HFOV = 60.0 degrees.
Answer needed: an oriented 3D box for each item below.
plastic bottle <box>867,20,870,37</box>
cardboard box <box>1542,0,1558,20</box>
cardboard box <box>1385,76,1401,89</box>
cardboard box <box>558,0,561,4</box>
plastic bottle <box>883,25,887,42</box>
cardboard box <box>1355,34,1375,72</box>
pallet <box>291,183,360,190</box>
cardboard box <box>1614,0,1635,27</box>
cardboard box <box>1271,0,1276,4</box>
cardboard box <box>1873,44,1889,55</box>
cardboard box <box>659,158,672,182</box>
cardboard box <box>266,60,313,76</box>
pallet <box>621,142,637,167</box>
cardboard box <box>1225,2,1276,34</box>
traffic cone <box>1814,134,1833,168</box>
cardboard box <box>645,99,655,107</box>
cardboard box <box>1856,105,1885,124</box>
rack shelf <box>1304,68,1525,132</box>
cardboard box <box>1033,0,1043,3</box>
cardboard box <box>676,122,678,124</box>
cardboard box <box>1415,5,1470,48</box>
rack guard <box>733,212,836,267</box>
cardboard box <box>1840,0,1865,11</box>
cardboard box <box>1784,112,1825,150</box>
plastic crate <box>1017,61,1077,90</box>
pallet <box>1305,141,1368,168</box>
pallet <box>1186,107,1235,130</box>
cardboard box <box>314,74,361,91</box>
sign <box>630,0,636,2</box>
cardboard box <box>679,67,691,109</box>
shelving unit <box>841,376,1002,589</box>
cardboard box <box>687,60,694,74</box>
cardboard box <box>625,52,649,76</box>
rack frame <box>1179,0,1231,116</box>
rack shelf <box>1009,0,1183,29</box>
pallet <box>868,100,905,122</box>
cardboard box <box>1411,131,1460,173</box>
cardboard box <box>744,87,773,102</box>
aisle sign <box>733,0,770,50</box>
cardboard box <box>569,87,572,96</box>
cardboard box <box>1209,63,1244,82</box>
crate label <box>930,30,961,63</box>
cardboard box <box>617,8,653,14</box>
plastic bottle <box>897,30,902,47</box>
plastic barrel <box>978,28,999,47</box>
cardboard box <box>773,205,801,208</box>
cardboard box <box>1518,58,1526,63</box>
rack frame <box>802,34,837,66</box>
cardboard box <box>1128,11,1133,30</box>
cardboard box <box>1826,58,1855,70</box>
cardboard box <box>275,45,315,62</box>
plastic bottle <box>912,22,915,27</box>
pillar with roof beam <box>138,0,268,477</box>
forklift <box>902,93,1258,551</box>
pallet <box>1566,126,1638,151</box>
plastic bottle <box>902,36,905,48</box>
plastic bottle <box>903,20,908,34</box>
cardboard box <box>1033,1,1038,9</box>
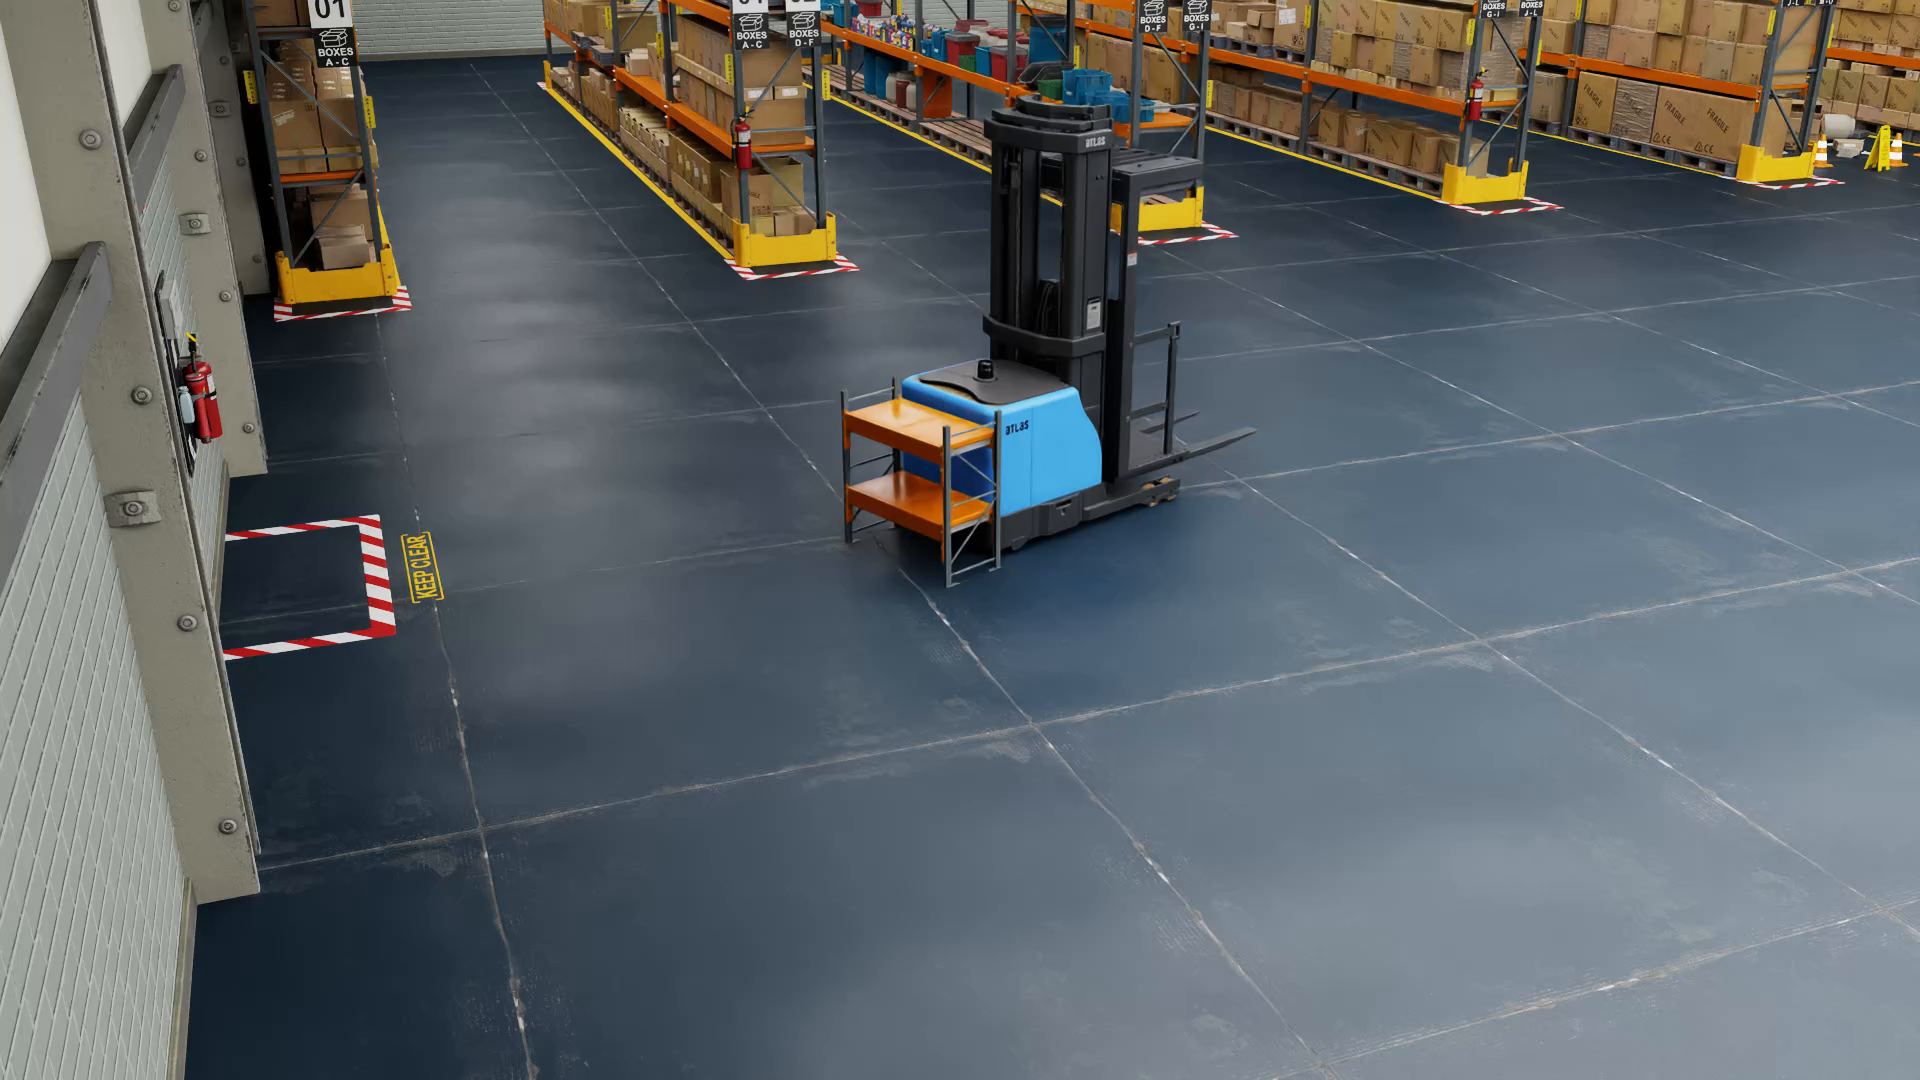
[{"bbox_3d":[-1.616,-9.151,29.751,0.061,0.283,0.133,-8,24,-19],"label":"plastic bottle"},{"bbox_3d":[10.111,-9.009,27.847,0.700,0.500,0.500,-9,24,-20],"label":"cardboard box"},{"bbox_3d":[6.291,-6.529,23.702,0.380,0.149,0.250,-8,24,-19],"label":"cardboard box"},{"bbox_3d":[-7.078,-10.065,30.353,0.500,0.500,0.500,-8,24,-19],"label":"cardboard box"},{"bbox_3d":[-1.305,-8.832,28.993,0.061,0.283,0.133,-8,24,-19],"label":"plastic bottle"},{"bbox_3d":[6.315,-7.149,24.338,0.875,0.500,0.500,-8,24,-19],"label":"cardboard box"},{"bbox_3d":[-8.814,-4.895,23.093,1.003,0.211,1.213,-8,24,-19],"label":"pallet"},{"bbox_3d":[10.877,-8.380,26.188,0.875,0.550,0.550,-8,24,-19],"label":"cardboard box"},{"bbox_3d":[6.866,-11.474,35.435,0.380,0.149,0.250,-9,24,-20],"label":"cardboard box"},{"bbox_3d":[15.325,-8.112,27.457,0.380,0.149,0.250,-8,24,-19],"label":"cardboard box"},{"bbox_3d":[-3.887,-5.172,23.158,0.500,0.250,0.500,-9,24,-20],"label":"cardboard box"},{"bbox_3d":[-8.132,-5.540,20.233,0.500,0.500,0.500,-9,24,-20],"label":"cardboard box"},{"bbox_3d":[-4.628,-5.999,25.710,1.003,0.211,1.213,-8,24,-19],"label":"pallet"},{"bbox_3d":[4.905,-8.806,28.111,0.700,0.500,0.500,-5,23,-11],"label":"cardboard box"},{"bbox_3d":[13.029,-5.902,25.156,0.336,0.463,0.334,-8,24,-19],"label":"traffic cone"},{"bbox_3d":[-4.776,-6.843,26.777,0.500,0.500,0.500,-7,24,-17],"label":"cardboard box"},{"bbox_3d":[15.415,-7.142,27.833,0.500,0.250,0.500,-9,24,-20],"label":"cardboard box"},{"bbox_3d":[6.506,-6.434,24.080,1.077,0.370,4.000,-8,24,-19],"label":"rack shelf"},{"bbox_3d":[1.841,-11.338,34.599,0.500,0.250,0.500,-9,25,-21],"label":"cardboard box"},{"bbox_3d":[-4.102,-6.245,24.981,0.500,0.311,0.500,-9,24,-19],"label":"cardboard box"},{"bbox_3d":[6.605,-7.030,22.768,0.500,0.500,0.500,-8,24,-19],"label":"cardboard box"},{"bbox_3d":[-2.048,-3.521,19.459,1.175,0.500,0.348,-8,24,-19],"label":"rack guard"},{"bbox_3d":[15.183,-9.118,27.722,0.700,0.500,0.500,-8,24,-19],"label":"cardboard box"},{"bbox_3d":[13.495,-6.539,26.617,0.637,0.503,0.797,12,26,27],"label":"cardboard box"},{"bbox_3d":[1.232,-6.577,23.571,0.767,0.338,0.504,-8,24,-19],"label":"plastic crate"},{"bbox_3d":[6.070,-5.968,25.639,1.003,0.211,1.213,-8,24,-19],"label":"pallet"},{"bbox_3d":[4.661,-7.377,28.980,1.003,0.211,1.213,-8,24,-19],"label":"pallet"},{"bbox_3d":[-7.112,-5.056,19.086,0.500,0.500,0.500,-8,24,-17],"label":"cardboard box"},{"bbox_3d":[-5.778,-9.652,29.298,0.100,0.325,0.005,-8,24,-19],"label":"sign"},{"bbox_3d":[-3.307,-6.020,22.043,0.700,0.500,0.500,-9,24,-20],"label":"cardboard box"},{"bbox_3d":[-0.267,-0.411,11.276,0.538,1.125,1.048,-20,30,-39],"label":"shelving unit"},{"bbox_3d":[-3.280,-6.076,21.339,0.380,0.149,0.250,-9,24,-19],"label":"cardboard box"},{"bbox_3d":[-4.748,-7.195,25.074,0.500,0.311,0.500,-9,24,-20],"label":"cardboard box"},{"bbox_3d":[4.386,-8.946,29.113,1.000,3.000,0.127,-8,24,-19],"label":"rack frame"},{"bbox_3d":[1.872,-7.137,21.885,1.077,0.370,4.000,-8,24,-19],"label":"rack shelf"},{"bbox_3d":[-0.992,-7.705,29.758,1.003,0.211,1.213,-8,24,-19],"label":"pallet"},{"bbox_3d":[6.764,-5.522,23.668,0.500,0.500,0.500,-2,23,-5],"label":"cardboard box"},{"bbox_3d":[-2.370,-5.139,19.116,0.380,0.149,0.250,-9,24,-20],"label":"cardboard box"},{"bbox_3d":[-2.308,-5.815,18.337,0.394,0.787,0.004,-8,24,-19],"label":"aisle sign"},{"bbox_3d":[-6.951,-8.227,30.510,0.380,0.149,0.250,-8,24,-19],"label":"cardboard box"},{"bbox_3d":[4.651,-8.103,28.799,0.500,0.250,0.500,-7,24,-17],"label":"cardboard box"},{"bbox_3d":[-0.149,-7.884,26.549,0.502,0.435,0.616,-8,24,-19],"label":"crate label"},{"bbox_3d":[-5.355,-8.399,27.147,0.700,0.500,0.500,-4,23,-9],"label":"cardboard box"},{"bbox_3d":[-1.032,-8.565,28.375,0.097,0.271,0.097,0,23,0],"label":"plastic bottle"},{"bbox_3d":[0.465,-7.820,26.298,0.421,0.512,0.421,0,23,0],"label":"plastic barrel"},{"bbox_3d":[-2.218,-4.014,20.412,0.500,0.250,0.500,-8,24,-19],"label":"cardboard box"},{"bbox_3d":[9.505,-8.196,29.689,1.050,0.750,0.750,-8,24,-18],"label":"cardboard box"},{"bbox_3d":[-3.073,-11.173,34.397,1.000,3.000,0.127,-8,24,-19],"label":"rack frame"},{"bbox_3d":[3.444,-9.692,30.755,0.500,0.500,0.500,-8,24,-18],"label":"cardboard box"},{"bbox_3d":[15.014,-8.118,28.347,0.380,0.149,0.250,-8,24,-18],"label":"cardboard box"},{"bbox_3d":[-8.703,-6.331,22.214,0.700,0.500,0.500,-5,23,-12],"label":"cardboard box"},{"bbox_3d":[-0.782,-9.115,29.673,0.152,0.276,0.135,-8,24,-19],"label":"plastic bottle"},{"bbox_3d":[-1.599,-5.311,12.764,9.100,9.000,0.400,-8,24,-19],"label":"pillar with roof beam"},{"bbox_3d":[1.017,-1.737,12.098,3.031,2.935,1.130,-19,29,-37],"label":"forklift"},{"bbox_3d":[10.671,-6.564,27.053,1.003,0.211,1.213,-8,24,-19],"label":"pallet"},{"bbox_3d":[-0.929,-8.427,28.137,0.097,0.201,0.097,0,23,0],"label":"plastic bottle"},{"bbox_3d":[-0.974,-9.173,29.817,0.097,0.271,0.097,0,23,0],"label":"plastic bottle"},{"bbox_3d":[1.742,-11.190,34.759,0.380,0.149,0.250,-9,24,-20],"label":"cardboard box"}]
